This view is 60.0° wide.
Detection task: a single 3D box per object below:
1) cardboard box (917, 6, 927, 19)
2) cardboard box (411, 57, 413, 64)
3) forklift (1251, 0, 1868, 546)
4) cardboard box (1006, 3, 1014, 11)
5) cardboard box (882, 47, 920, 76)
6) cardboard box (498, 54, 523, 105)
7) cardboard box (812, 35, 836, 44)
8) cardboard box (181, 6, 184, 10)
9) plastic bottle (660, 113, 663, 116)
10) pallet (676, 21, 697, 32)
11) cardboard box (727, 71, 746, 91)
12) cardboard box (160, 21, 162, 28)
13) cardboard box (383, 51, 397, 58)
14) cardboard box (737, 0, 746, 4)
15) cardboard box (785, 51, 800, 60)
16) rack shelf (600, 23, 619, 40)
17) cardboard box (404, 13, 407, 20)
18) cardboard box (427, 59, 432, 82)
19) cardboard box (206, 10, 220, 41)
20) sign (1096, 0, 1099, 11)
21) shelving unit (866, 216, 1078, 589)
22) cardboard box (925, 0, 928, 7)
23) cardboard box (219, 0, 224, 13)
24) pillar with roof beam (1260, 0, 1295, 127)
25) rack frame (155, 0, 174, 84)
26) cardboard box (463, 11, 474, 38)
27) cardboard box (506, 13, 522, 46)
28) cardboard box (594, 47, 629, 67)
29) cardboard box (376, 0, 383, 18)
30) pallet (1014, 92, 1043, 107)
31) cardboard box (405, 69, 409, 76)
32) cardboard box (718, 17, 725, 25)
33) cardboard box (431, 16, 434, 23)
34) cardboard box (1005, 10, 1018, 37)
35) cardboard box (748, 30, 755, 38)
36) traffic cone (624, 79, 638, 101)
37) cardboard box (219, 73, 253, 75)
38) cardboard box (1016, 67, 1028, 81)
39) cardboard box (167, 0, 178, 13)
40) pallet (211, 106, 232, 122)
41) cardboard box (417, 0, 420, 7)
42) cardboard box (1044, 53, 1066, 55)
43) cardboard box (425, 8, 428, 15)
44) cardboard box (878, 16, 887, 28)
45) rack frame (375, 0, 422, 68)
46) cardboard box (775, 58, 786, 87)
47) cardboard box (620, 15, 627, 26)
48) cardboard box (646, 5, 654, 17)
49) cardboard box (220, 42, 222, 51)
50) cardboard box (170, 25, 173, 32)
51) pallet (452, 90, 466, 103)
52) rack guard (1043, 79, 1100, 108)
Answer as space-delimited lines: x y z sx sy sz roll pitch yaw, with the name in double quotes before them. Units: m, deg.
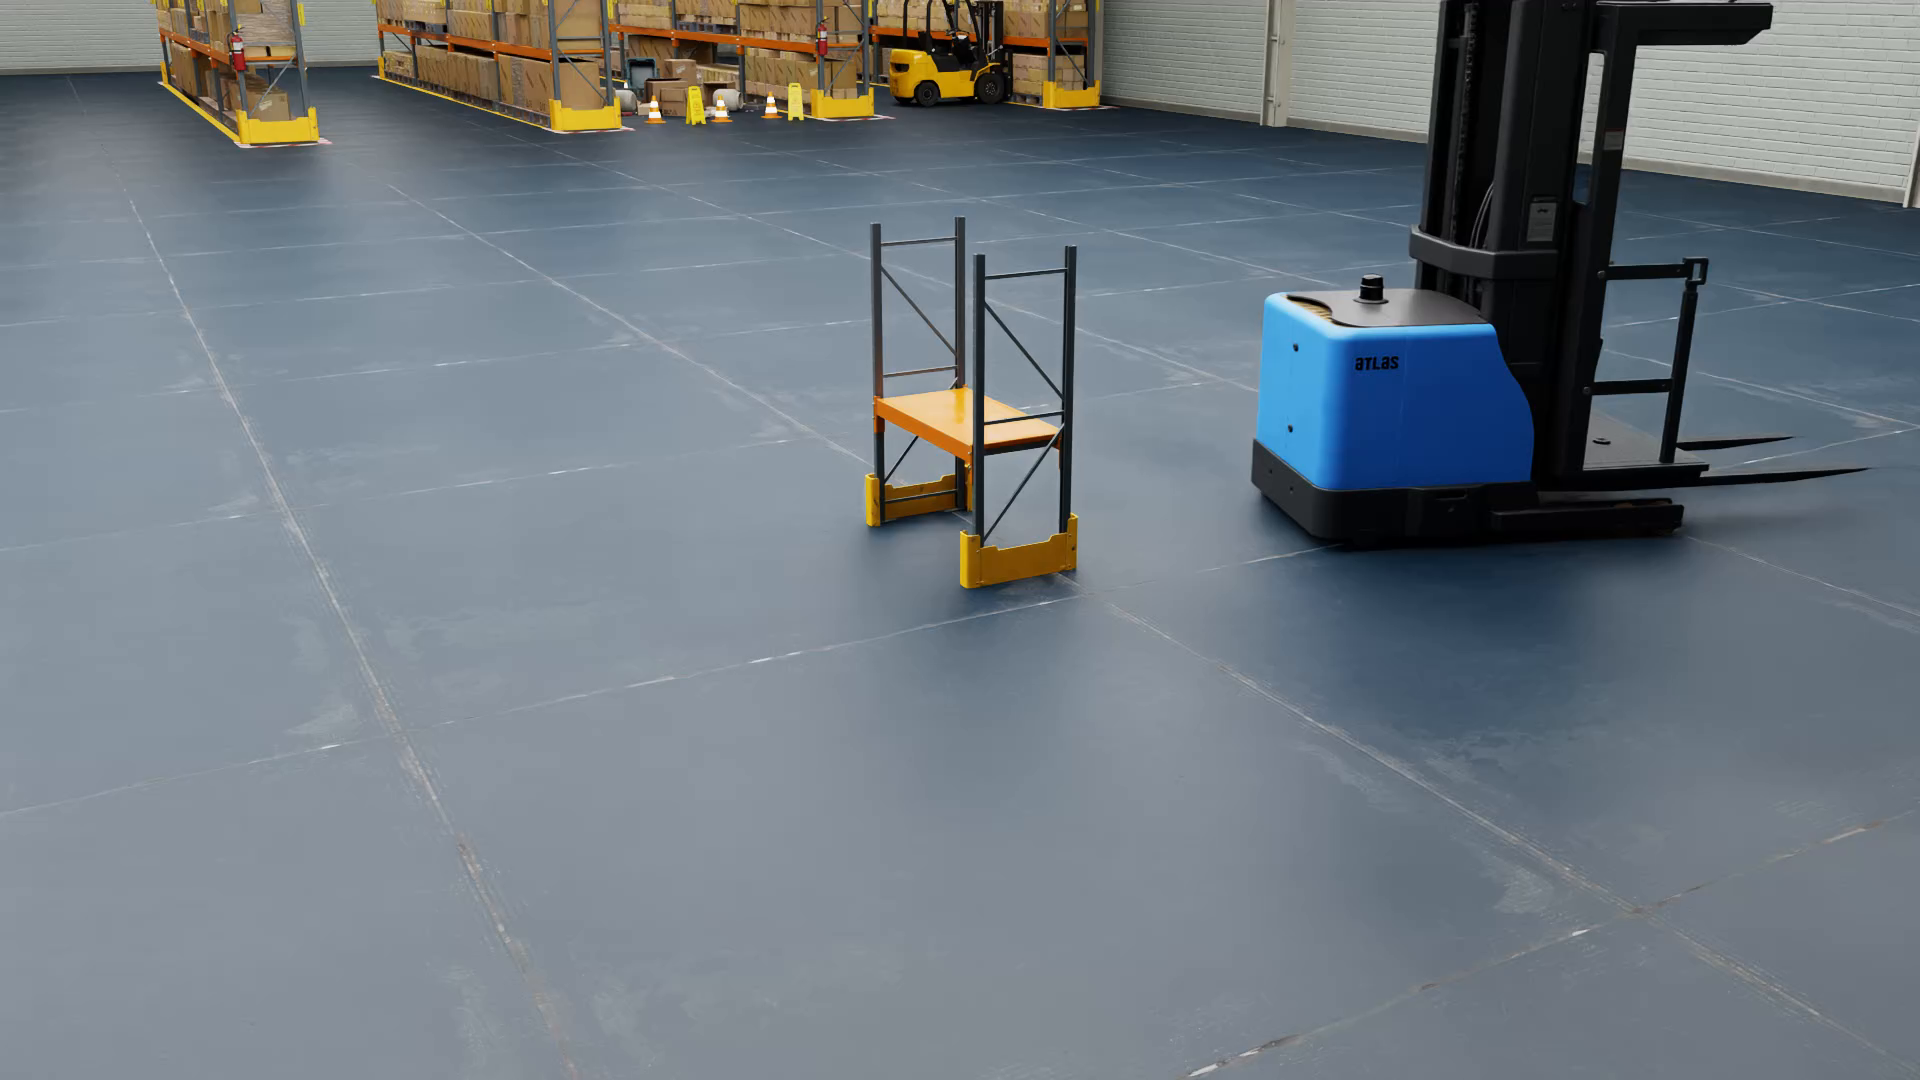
"cardboard box" -0.633 -11.810 37.222 0.500 0.250 0.500 -10 21 -26
"cardboard box" -12.559 -11.174 38.730 0.380 0.149 0.250 -9 21 -25
"forklift" 3.106 -1.567 8.179 3.031 2.935 1.130 -3 19 -9
"cardboard box" 1.171 -10.875 33.902 0.380 0.149 0.250 -10 21 -26
"cardboard box" -1.302 -11.292 39.254 0.875 0.625 0.625 -9 21 -25
"cardboard box" -8.125 -8.686 31.319 0.875 0.875 0.875 -10 21 -26
"cardboard box" -2.520 -9.286 30.830 0.380 0.149 0.250 -9 21 -25
"cardboard box" -15.948 -11.381 34.825 0.797 0.503 0.637 -10 21 -26
"plastic bottle" -5.695 -7.961 31.109 0.283 0.061 0.133 16 25 39
"pallet" -5.521 -11.349 36.716 1.213 0.211 1.003 -10 21 -27
"cardboard box" -4.305 -9.586 34.697 0.950 0.372 0.625 -10 21 -26
"cardboard box" -18.350 -11.970 38.608 0.380 0.149 0.250 -11 22 -28
"cardboard box" -14.110 -12.057 41.290 0.380 0.149 0.250 -11 22 -29
"cardboard box" -4.035 -10.980 33.210 0.700 0.500 0.500 -10 22 -27
"cardboard box" -3.114 -9.248 31.761 0.380 0.149 0.250 -10 21 -26
"rack shelf" -8.802 -13.010 42.338 1.077 0.370 4.000 -10 21 -27
"cardboard box" -12.378 -11.875 37.689 0.380 0.149 0.250 -11 22 -29
"cardboard box" -11.530 -10.444 36.987 0.500 0.500 0.500 -10 21 -26
"cardboard box" -12.409 -8.844 28.554 0.875 0.500 0.500 -10 21 -27
"sign" 2.704 -10.632 32.895 0.100 0.325 0.005 -10 21 -27
"shelving unit" 0.036 -0.687 7.823 0.587 1.500 1.083 -10 21 -27
"cardboard box" -0.564 -11.956 37.034 0.380 0.149 0.250 -11 22 -28
"cardboard box" -11.597 -8.719 26.658 0.500 0.500 0.500 -10 21 -27
"pillar with roof beam" 1.736 -10.887 25.886 9.100 9.000 0.400 -10 21 -27
"rack frame" -18.473 -12.389 39.436 1.000 3.000 0.127 -10 21 -27
"cardboard box" -9.568 -10.275 33.155 0.500 0.500 0.500 -10 22 -27
"cardboard box" -7.742 -9.323 30.320 0.875 0.550 0.550 -10 21 -27
"cardboard box" -8.908 -12.476 42.972 0.875 0.438 0.875 -9 21 -25
"cardboard box" -14.090 -13.144 41.016 0.500 0.500 0.500 -9 21 -24
"pallet" 1.813 -8.996 33.877 1.003 0.211 1.213 -10 21 -27
"cardboard box" -12.879 -11.044 39.265 0.380 0.149 0.250 -11 22 -28
"cardboard box" -4.804 -10.811 34.604 0.380 0.149 0.250 -10 22 -28
"cardboard box" -11.016 -11.053 35.307 0.380 0.149 0.250 -10 21 -27
"cardboard box" 1.266 -10.546 33.942 0.500 0.500 0.500 -10 22 -28
"cardboard box" -4.021 -10.156 33.350 0.380 0.149 0.250 -9 21 -25
"traffic cone" -6.892 -9.347 34.511 0.336 0.463 0.334 -10 21 -27
"cardboard box" -13.789 -8.611 31.644 0.700 0.500 0.500 -8 21 -22
"cardboard box" 1.478 -9.473 33.790 0.500 0.250 0.500 -10 22 -27
"cardboard box" -17.027 -11.755 36.225 0.500 0.500 0.500 -9 21 -25
"pallet" -13.146 -7.849 30.555 1.003 0.211 1.213 -10 21 -27
"cardboard box" -11.632 -11.709 36.294 0.380 0.149 0.250 -9 21 -25
"cardboard box" 1.910 -9.782 33.921 0.500 0.250 0.500 -10 21 -27
"cardboard box" -11.270 -11.347 35.701 0.380 0.149 0.250 -10 21 -27
"cardboard box" -1.591 -12.161 39.006 0.500 0.250 0.500 -10 21 -26
"rack frame" -14.060 -13.128 41.579 1.000 3.000 0.127 -10 21 -27
"cardboard box" -3.248 -9.069 32.237 0.500 0.500 0.500 -11 22 -28
"cardboard box" -7.876 -12.538 40.097 0.500 0.250 0.500 -11 22 -28
"cardboard box" -6.914 -12.183 38.303 0.500 0.250 0.500 -11 22 -28
"cardboard box" -12.214 -8.289 27.938 0.380 0.149 0.250 -10 21 -27
"cardboard box" -17.007 -11.159 36.256 0.380 0.149 0.250 -10 21 -26
"pallet" -9.953 -9.276 34.688 1.003 0.211 1.213 -10 21 -27
"rack guard" 2.224 -8.912 33.193 1.175 0.500 0.348 -10 21 -27
